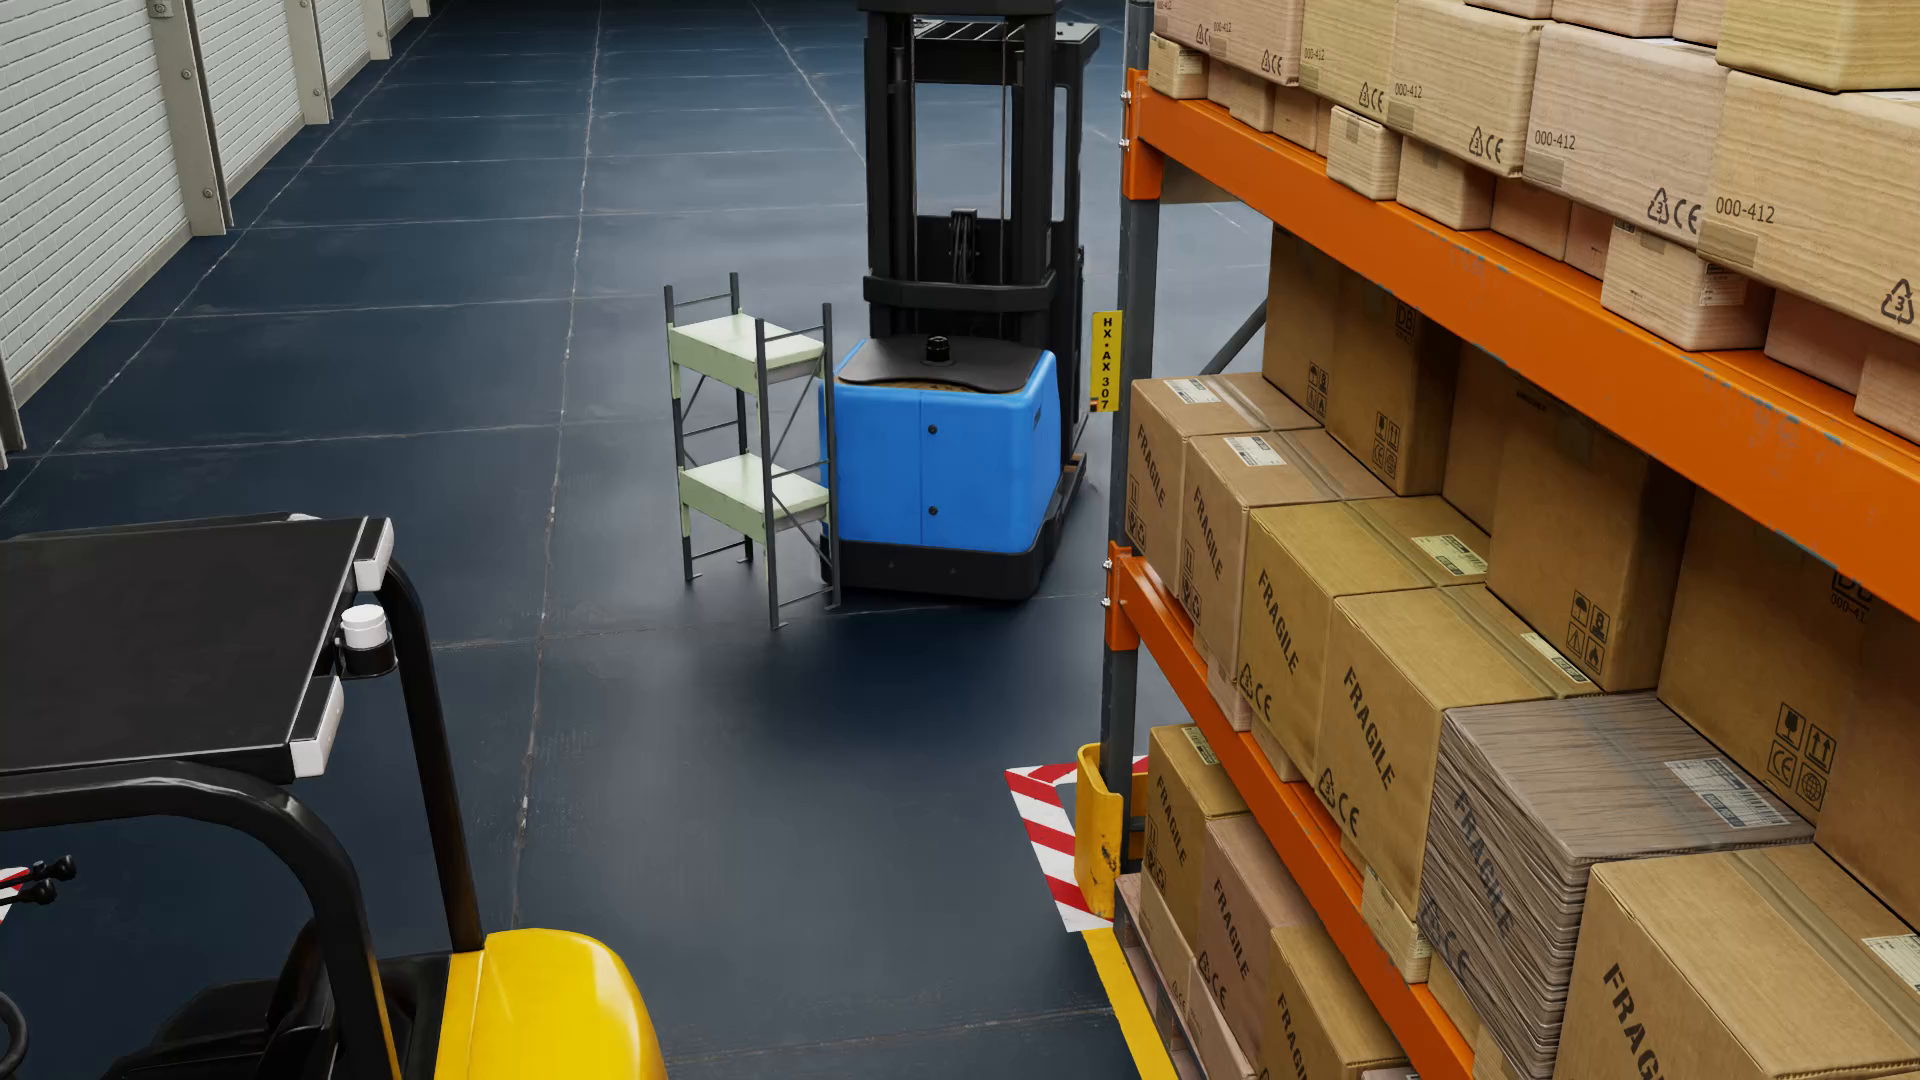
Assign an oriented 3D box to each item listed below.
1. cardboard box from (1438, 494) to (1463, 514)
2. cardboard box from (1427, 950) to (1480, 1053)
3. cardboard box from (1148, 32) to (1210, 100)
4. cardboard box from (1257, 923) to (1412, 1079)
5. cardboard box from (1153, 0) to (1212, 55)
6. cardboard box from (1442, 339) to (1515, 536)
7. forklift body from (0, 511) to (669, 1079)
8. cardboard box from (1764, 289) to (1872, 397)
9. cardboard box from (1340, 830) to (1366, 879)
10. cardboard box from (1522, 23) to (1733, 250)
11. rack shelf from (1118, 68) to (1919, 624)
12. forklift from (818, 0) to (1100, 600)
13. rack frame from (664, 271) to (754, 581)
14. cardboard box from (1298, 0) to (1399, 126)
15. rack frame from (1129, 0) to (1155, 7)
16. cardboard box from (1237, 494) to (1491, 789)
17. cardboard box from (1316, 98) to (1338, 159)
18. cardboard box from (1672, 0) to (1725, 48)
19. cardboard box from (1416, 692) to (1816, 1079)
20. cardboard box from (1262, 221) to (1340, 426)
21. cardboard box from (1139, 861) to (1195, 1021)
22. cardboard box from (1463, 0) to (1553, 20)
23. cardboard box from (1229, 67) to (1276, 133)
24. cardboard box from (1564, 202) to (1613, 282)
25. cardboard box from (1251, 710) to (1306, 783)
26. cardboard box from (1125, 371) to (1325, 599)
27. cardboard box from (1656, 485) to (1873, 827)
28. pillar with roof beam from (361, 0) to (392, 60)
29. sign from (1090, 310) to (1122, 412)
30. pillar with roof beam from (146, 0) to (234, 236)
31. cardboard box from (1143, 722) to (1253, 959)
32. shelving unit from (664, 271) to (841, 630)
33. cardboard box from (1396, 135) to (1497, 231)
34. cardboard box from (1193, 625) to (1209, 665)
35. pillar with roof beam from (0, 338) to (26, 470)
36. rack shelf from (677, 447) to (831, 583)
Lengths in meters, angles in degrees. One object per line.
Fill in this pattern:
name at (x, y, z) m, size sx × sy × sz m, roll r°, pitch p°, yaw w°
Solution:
cardboard box at (1.451, 0.008, 4.487) m, size 0.500 × 0.500 × 0.500 m, roll -4°, pitch 24°, yaw -10°
cardboard box at (1.164, 0.883, 3.295) m, size 0.380 × 0.149 × 0.250 m, roll -5°, pitch 24°, yaw -11°
cardboard box at (0.734, -1.305, 4.556) m, size 0.380 × 0.149 × 0.250 m, roll -4°, pitch 24°, yaw -10°
cardboard box at (1.060, 1.274, 4.058) m, size 0.500 × 0.500 × 0.500 m, roll -4°, pitch 24°, yaw -9°
cardboard box at (0.823, -1.425, 4.332) m, size 0.500 × 0.250 × 0.500 m, roll -5°, pitch 24°, yaw -11°
cardboard box at (1.583, -0.263, 3.858) m, size 0.700 × 0.500 × 0.500 m, roll -5°, pitch 24°, yaw -10°
forklift body at (-1.742, 1.169, 3.387) m, size 2.313 × 2.155 × 1.214 m, roll -4°, pitch 24°, yaw -10°
cardboard box at (1.342, -0.295, 2.245) m, size 0.380 × 0.149 × 0.250 m, roll -5°, pitch 24°, yaw -12°
cardboard box at (1.091, 0.681, 3.758) m, size 0.380 × 0.149 × 0.250 m, roll -5°, pitch 24°, yaw -11°
cardboard box at (1.211, -0.623, 2.496) m, size 0.500 × 0.250 × 0.500 m, roll -5°, pitch 24°, yaw -11°
rack shelf at (1.362, -0.458, 3.202) m, size 1.077 × 0.370 × 4.000 m, roll -4°, pitch 24°, yaw -10°
forklift at (0.114, -1.618, 8.792) m, size 1.130 × 2.935 × 3.031 m, roll 5°, pitch 24°, yaw 10°
rack frame at (-1.216, -0.541, 8.114) m, size 0.400 × 1.500 × 0.023 m, roll -19°, pitch 30°, yaw -37°
cardboard box at (1.027, -1.024, 3.416) m, size 0.500 × 0.250 × 0.500 m, roll -4°, pitch 24°, yaw -8°
rack frame at (0.992, -2.949, 4.259) m, size 1.000 × 3.000 × 0.127 m, roll -4°, pitch 24°, yaw -10°
cardboard box at (1.001, 0.229, 3.982) m, size 0.500 × 0.500 × 0.500 m, roll -5°, pitch 24°, yaw -11°
cardboard box at (1.009, -0.902, 3.633) m, size 0.380 × 0.149 × 0.250 m, roll -5°, pitch 24°, yaw -11°
cardboard box at (1.251, -0.769, 2.332) m, size 0.380 × 0.149 × 0.250 m, roll -5°, pitch 24°, yaw -11°
cardboard box at (1.203, 0.629, 3.065) m, size 0.500 × 0.500 × 0.500 m, roll -4°, pitch 24°, yaw -8°
cardboard box at (1.301, -0.655, 4.757) m, size 0.700 × 0.500 × 0.500 m, roll -5°, pitch 24°, yaw -11°
cardboard box at (0.869, 1.205, 5.153) m, size 0.500 × 0.250 × 0.500 m, roll -5°, pitch 24°, yaw -10°
cardboard box at (1.078, -0.963, 2.776) m, size 0.380 × 0.149 × 0.250 m, roll -4°, pitch 24°, yaw -9°
cardboard box at (0.886, -1.101, 4.090) m, size 0.380 × 0.149 × 0.250 m, roll -4°, pitch 24°, yaw -8°
cardboard box at (1.232, -0.502, 2.717) m, size 0.380 × 0.149 × 0.250 m, roll -4°, pitch 24°, yaw -9°
cardboard box at (0.964, 0.475, 4.228) m, size 0.380 × 0.149 × 0.250 m, roll -4°, pitch 24°, yaw -8°
cardboard box at (0.807, -0.175, 4.907) m, size 0.500 × 0.500 × 0.500 m, roll -5°, pitch 24°, yaw -11°
cardboard box at (1.724, 0.142, 2.931) m, size 0.700 × 0.500 × 0.500 m, roll -5°, pitch 24°, yaw -11°
pillar with roof beam at (-4.850, -11.998, 24.979) m, size 9.100 × 9.000 × 0.400 m, roll -4°, pitch 24°, yaw -10°
sign at (0.459, -0.556, 5.195) m, size 0.100 × 0.325 × 0.005 m, roll -4°, pitch 24°, yaw -10°
pillar with roof beam at (-2.631, -7.278, 14.172) m, size 9.100 × 9.000 × 0.400 m, roll -4°, pitch 24°, yaw -10°
cardboard box at (0.874, 0.871, 4.981) m, size 0.500 × 0.500 × 0.500 m, roll -5°, pitch 24°, yaw -12°
shelving unit at (-0.974, -0.431, 7.863) m, size 0.431 × 1.500 × 0.755 m, roll -19°, pitch 30°, yaw -37°
cardboard box at (1.066, -0.696, 3.163) m, size 0.380 × 0.149 × 0.250 m, roll -5°, pitch 24°, yaw -11°
cardboard box at (0.881, 0.273, 4.692) m, size 0.380 × 0.149 × 0.250 m, roll -5°, pitch 24°, yaw -11°
pillar with roof beam at (-1.521, -4.918, 8.768) m, size 9.100 × 9.000 × 0.400 m, roll -4°, pitch 24°, yaw -10°
rack shelf at (-0.974, -0.132, 7.993) m, size 0.431 × 0.370 × 0.720 m, roll -19°, pitch 30°, yaw -37°
